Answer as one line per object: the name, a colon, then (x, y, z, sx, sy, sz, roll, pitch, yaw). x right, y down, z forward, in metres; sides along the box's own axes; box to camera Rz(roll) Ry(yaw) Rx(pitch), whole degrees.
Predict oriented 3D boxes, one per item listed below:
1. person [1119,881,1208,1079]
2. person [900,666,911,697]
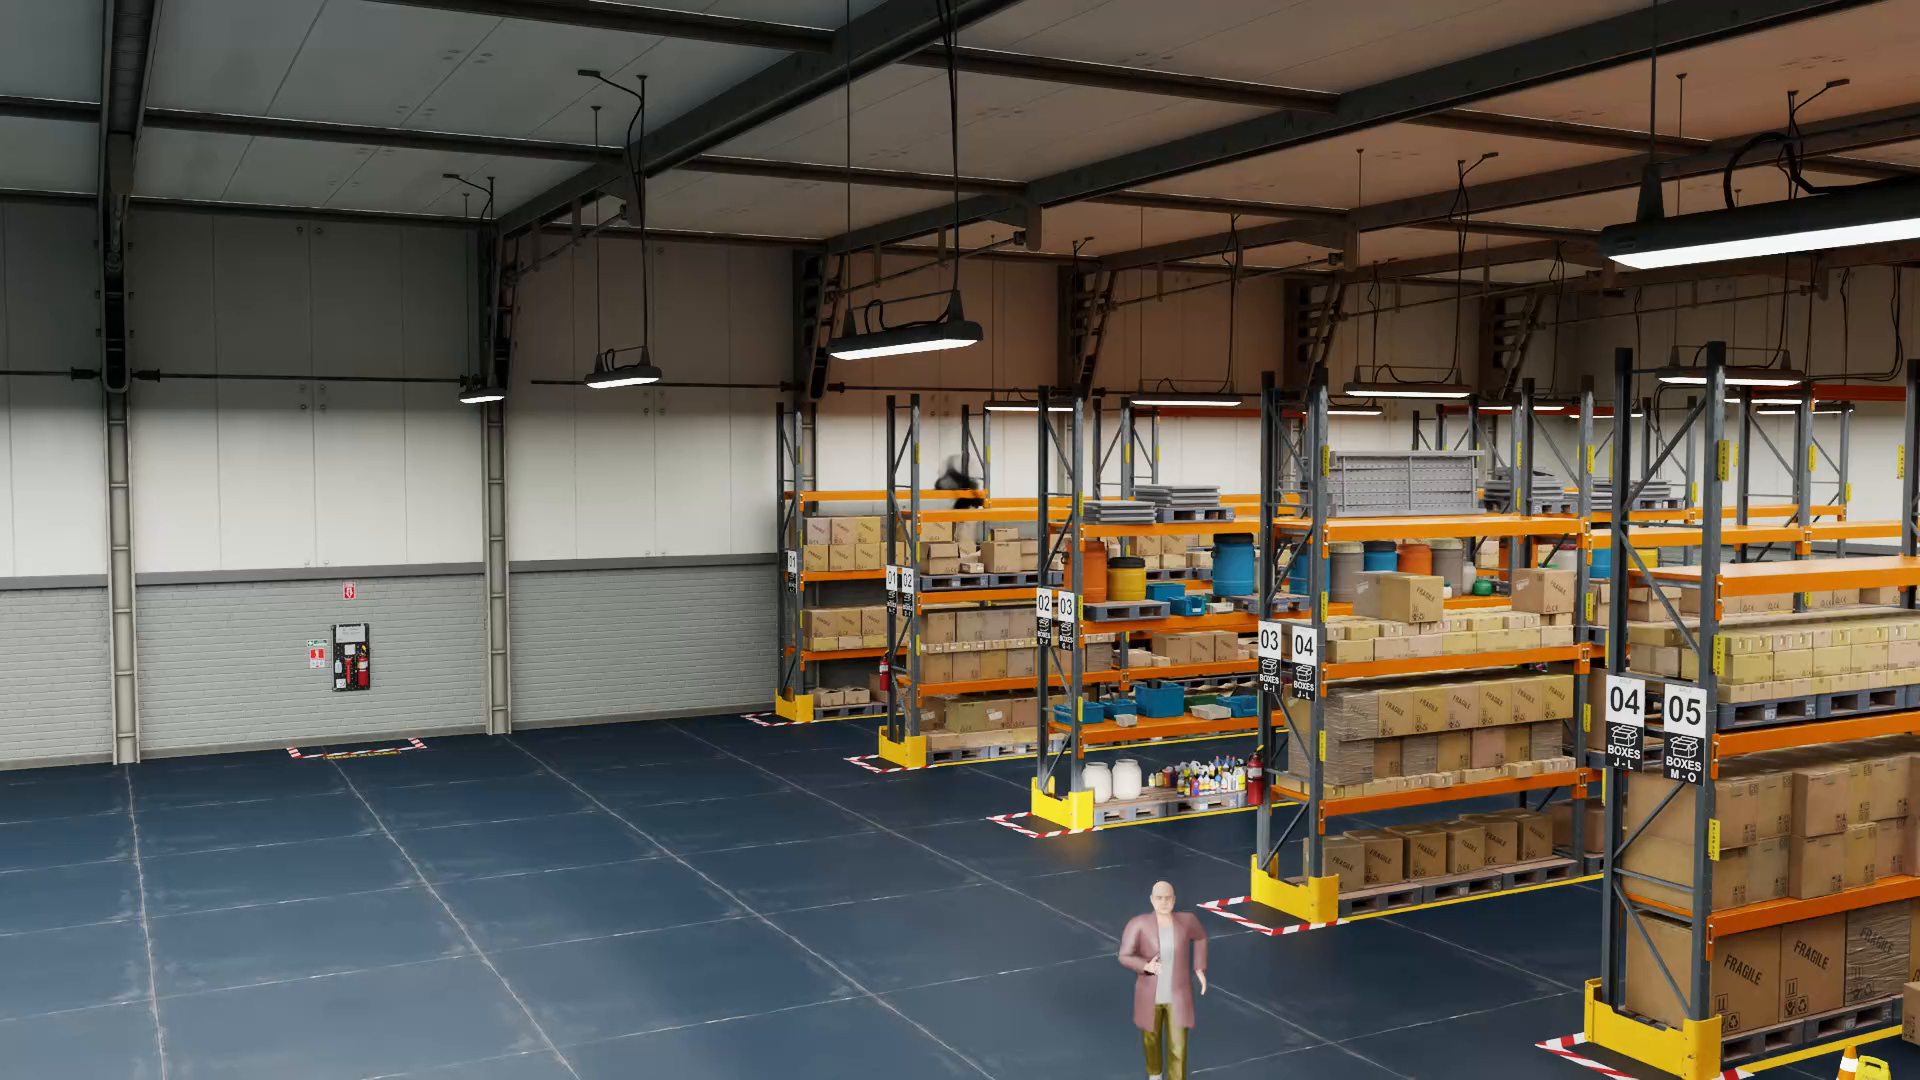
person: (1.564, 3.524, 12.793, 0.686, 1.808, 0.996, 0, 3, 7)
person: (-0.821, 2.577, 29.053, 0.528, 1.653, 0.589, -2, 4, -26)
